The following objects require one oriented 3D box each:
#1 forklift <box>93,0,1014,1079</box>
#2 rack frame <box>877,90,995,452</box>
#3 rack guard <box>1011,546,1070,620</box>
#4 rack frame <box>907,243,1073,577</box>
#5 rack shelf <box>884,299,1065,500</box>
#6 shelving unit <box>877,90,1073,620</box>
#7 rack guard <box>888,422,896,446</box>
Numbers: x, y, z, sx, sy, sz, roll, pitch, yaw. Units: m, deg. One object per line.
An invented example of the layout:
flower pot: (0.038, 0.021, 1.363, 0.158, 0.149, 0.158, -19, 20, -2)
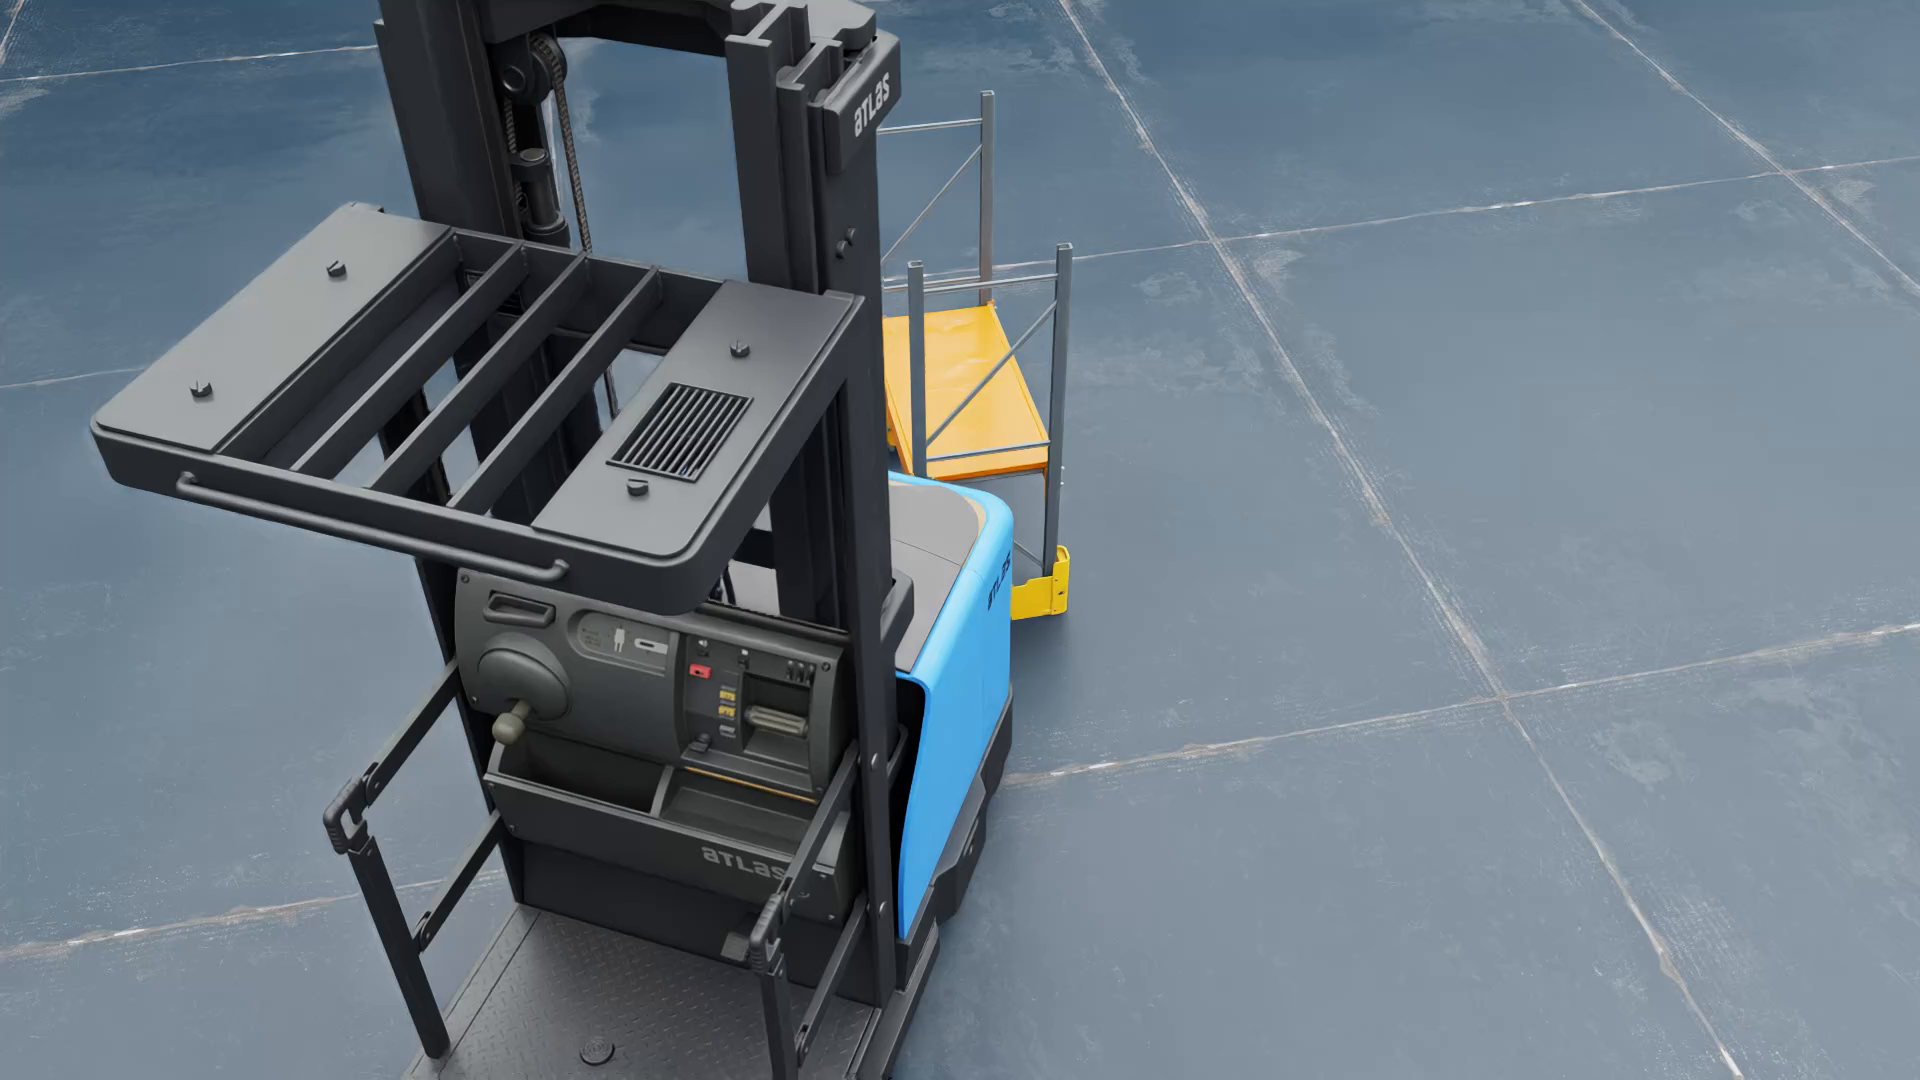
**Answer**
forklift: (-0.776, 0.404, 3.587, 1.130, 2.935, 3.031, 12, 43, 14)
rack frame: (-0.128, -0.946, 6.186, 0.500, 1.500, 0.032, -8, 42, -9)
rack guard: (0.091, 0.180, 5.859, 0.587, 0.250, 0.087, -8, 42, -9)
rack frame: (0.091, -0.287, 5.443, 0.500, 1.500, 0.032, -8, 42, -9)
rack shelf: (-0.018, -0.482, 5.934, 0.538, 0.185, 1.000, -8, 42, -9)
shelving unit: (-0.016, -0.610, 5.808, 0.587, 1.500, 1.083, -8, 42, -9)
rack guard: (-0.124, -0.466, 6.586, 0.587, 0.250, 0.087, -8, 42, -9)
